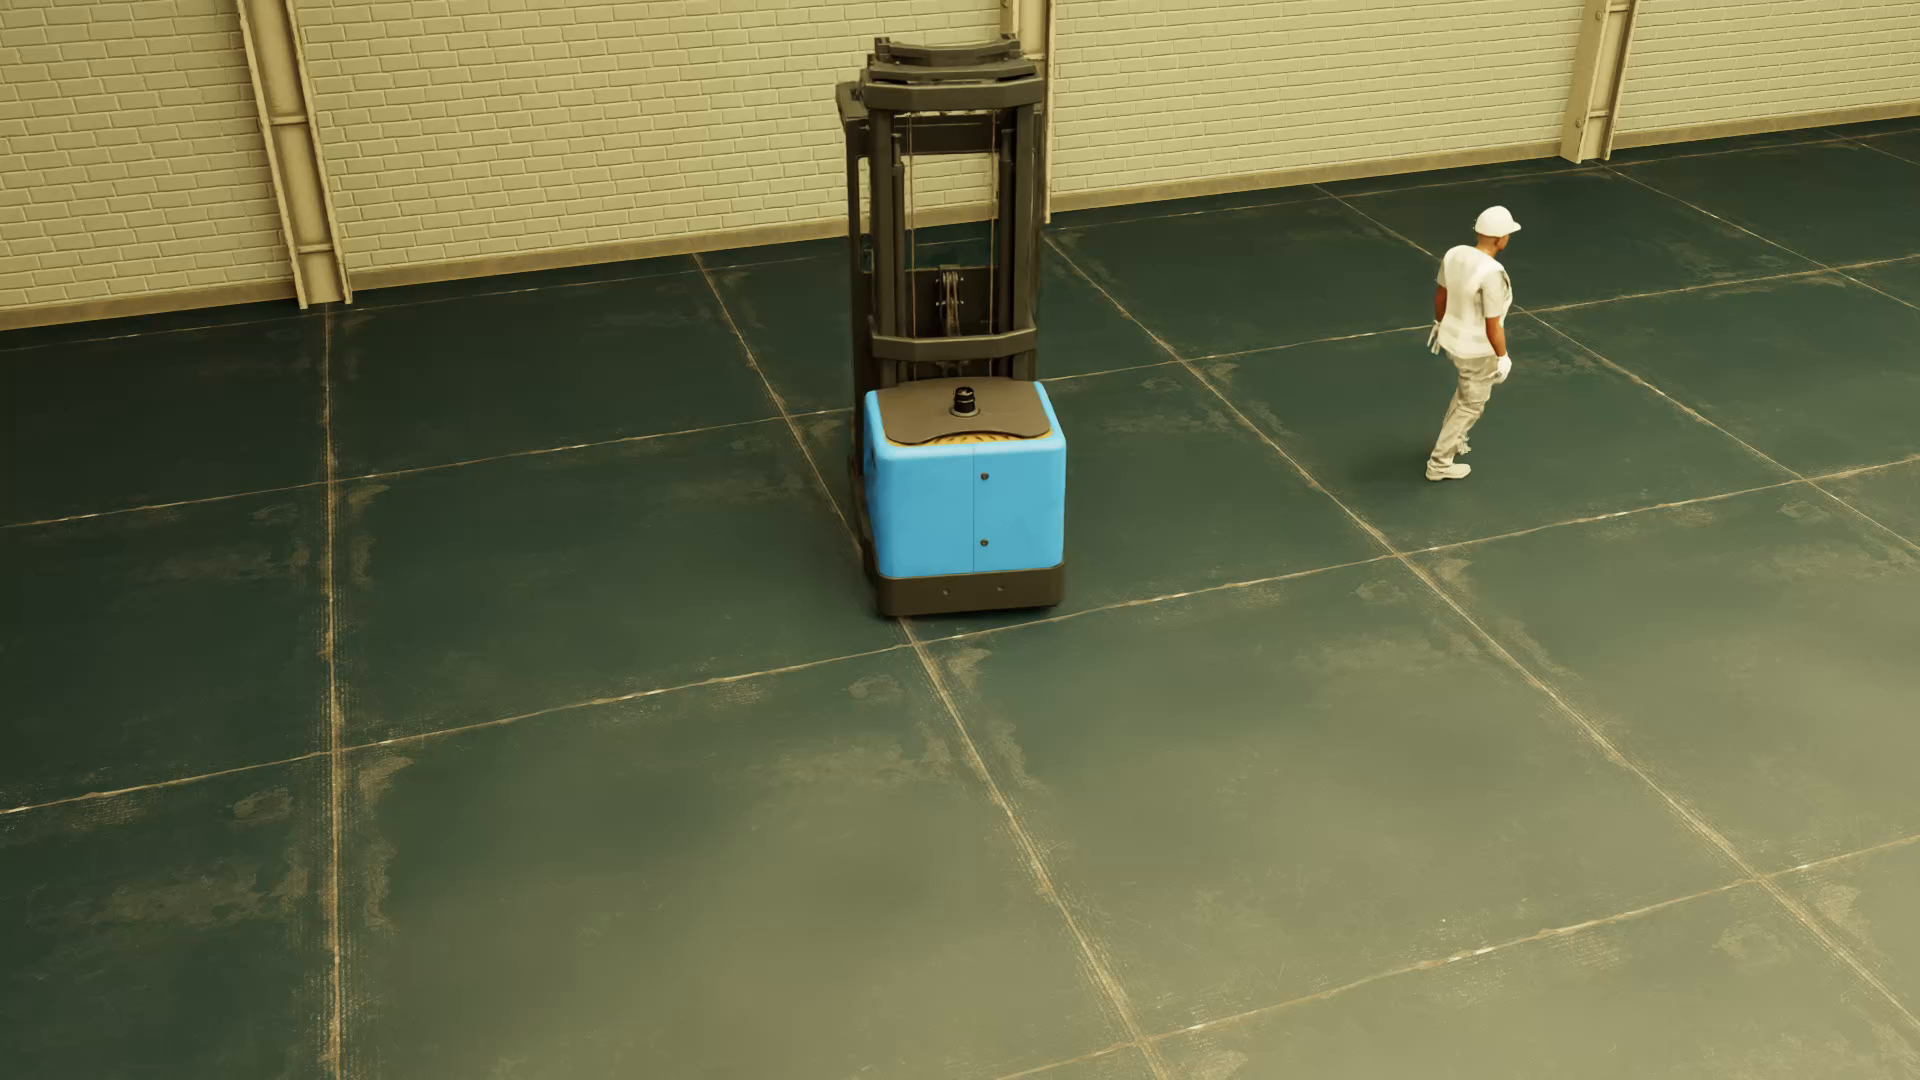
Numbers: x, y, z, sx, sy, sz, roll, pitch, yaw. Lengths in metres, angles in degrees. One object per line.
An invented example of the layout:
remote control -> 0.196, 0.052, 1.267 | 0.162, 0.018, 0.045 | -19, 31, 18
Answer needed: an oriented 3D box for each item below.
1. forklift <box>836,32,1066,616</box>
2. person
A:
forklift -> -0.122, -1.565, 9.807 | 1.130, 2.935, 3.031 | -4, 30, -7
person -> 3.240, -1.207, 10.419 | 0.530, 1.823, 0.655 | -7, 31, -12
